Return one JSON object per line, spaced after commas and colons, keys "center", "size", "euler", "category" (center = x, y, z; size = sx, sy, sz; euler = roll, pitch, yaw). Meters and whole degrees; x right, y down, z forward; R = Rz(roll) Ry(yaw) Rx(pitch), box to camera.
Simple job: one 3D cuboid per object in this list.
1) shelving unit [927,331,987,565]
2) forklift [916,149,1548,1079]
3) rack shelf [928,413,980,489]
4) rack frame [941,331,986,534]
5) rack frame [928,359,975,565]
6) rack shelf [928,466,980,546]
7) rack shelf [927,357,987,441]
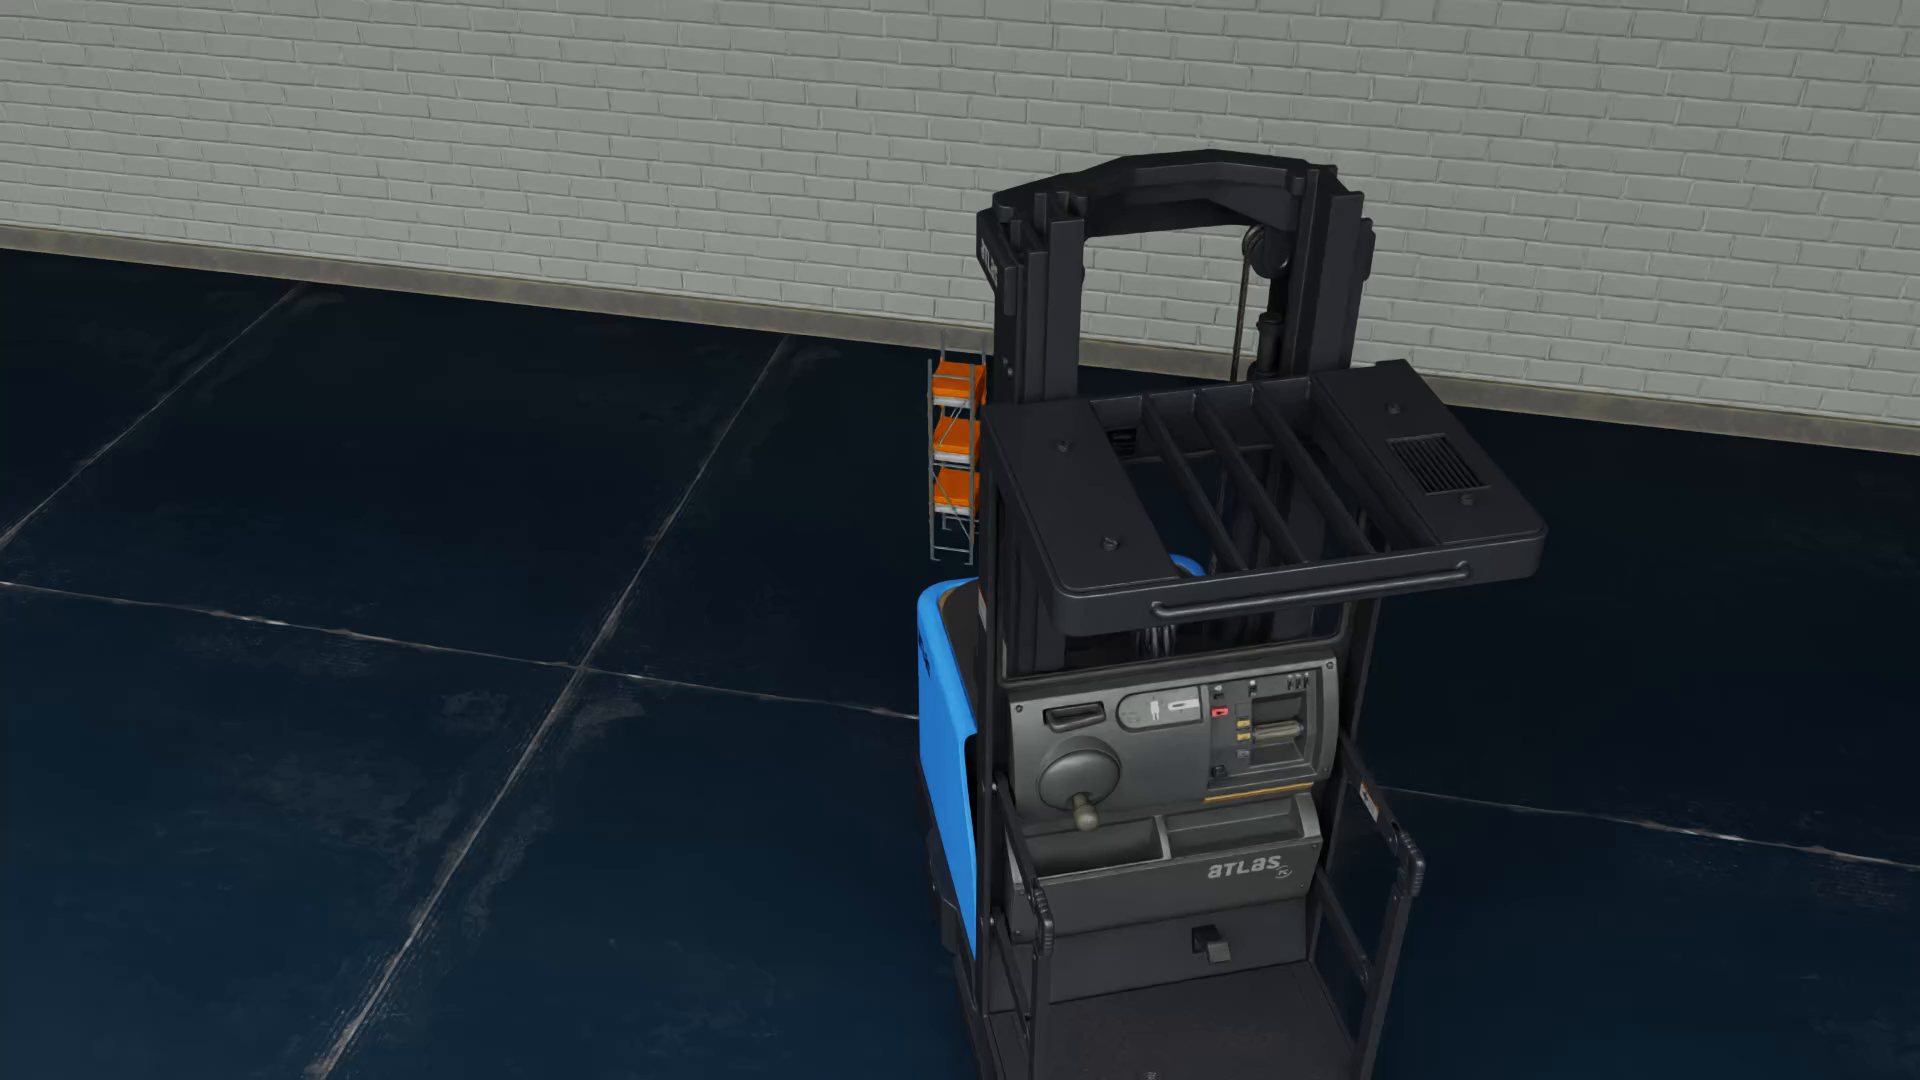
{"center": [-0.011, -0.394, 7.400], "size": [0.215, 1.050, 0.252], "euler": [7, 37, 10], "category": "shelving unit"}
{"center": [0.640, 0.620, 4.397], "size": [1.130, 2.935, 3.031], "euler": [-7, 37, -9], "category": "forklift"}
{"center": [-0.011, -0.386, 7.406], "size": [0.215, 0.259, 0.240], "euler": [7, 37, 10], "category": "rack shelf"}
{"center": [0.015, -0.464, 7.496], "size": [0.200, 1.050, 0.008], "euler": [7, 37, 10], "category": "rack frame"}
{"center": [-0.038, -0.324, 7.303], "size": [0.200, 1.050, 0.008], "euler": [7, 37, 10], "category": "rack frame"}
{"center": [-0.011, -0.161, 7.569], "size": [0.215, 0.259, 0.240], "euler": [7, 37, 10], "category": "rack shelf"}
{"center": [-0.011, -0.616, 7.239], "size": [0.215, 0.259, 0.240], "euler": [7, 37, 10], "category": "rack shelf"}
